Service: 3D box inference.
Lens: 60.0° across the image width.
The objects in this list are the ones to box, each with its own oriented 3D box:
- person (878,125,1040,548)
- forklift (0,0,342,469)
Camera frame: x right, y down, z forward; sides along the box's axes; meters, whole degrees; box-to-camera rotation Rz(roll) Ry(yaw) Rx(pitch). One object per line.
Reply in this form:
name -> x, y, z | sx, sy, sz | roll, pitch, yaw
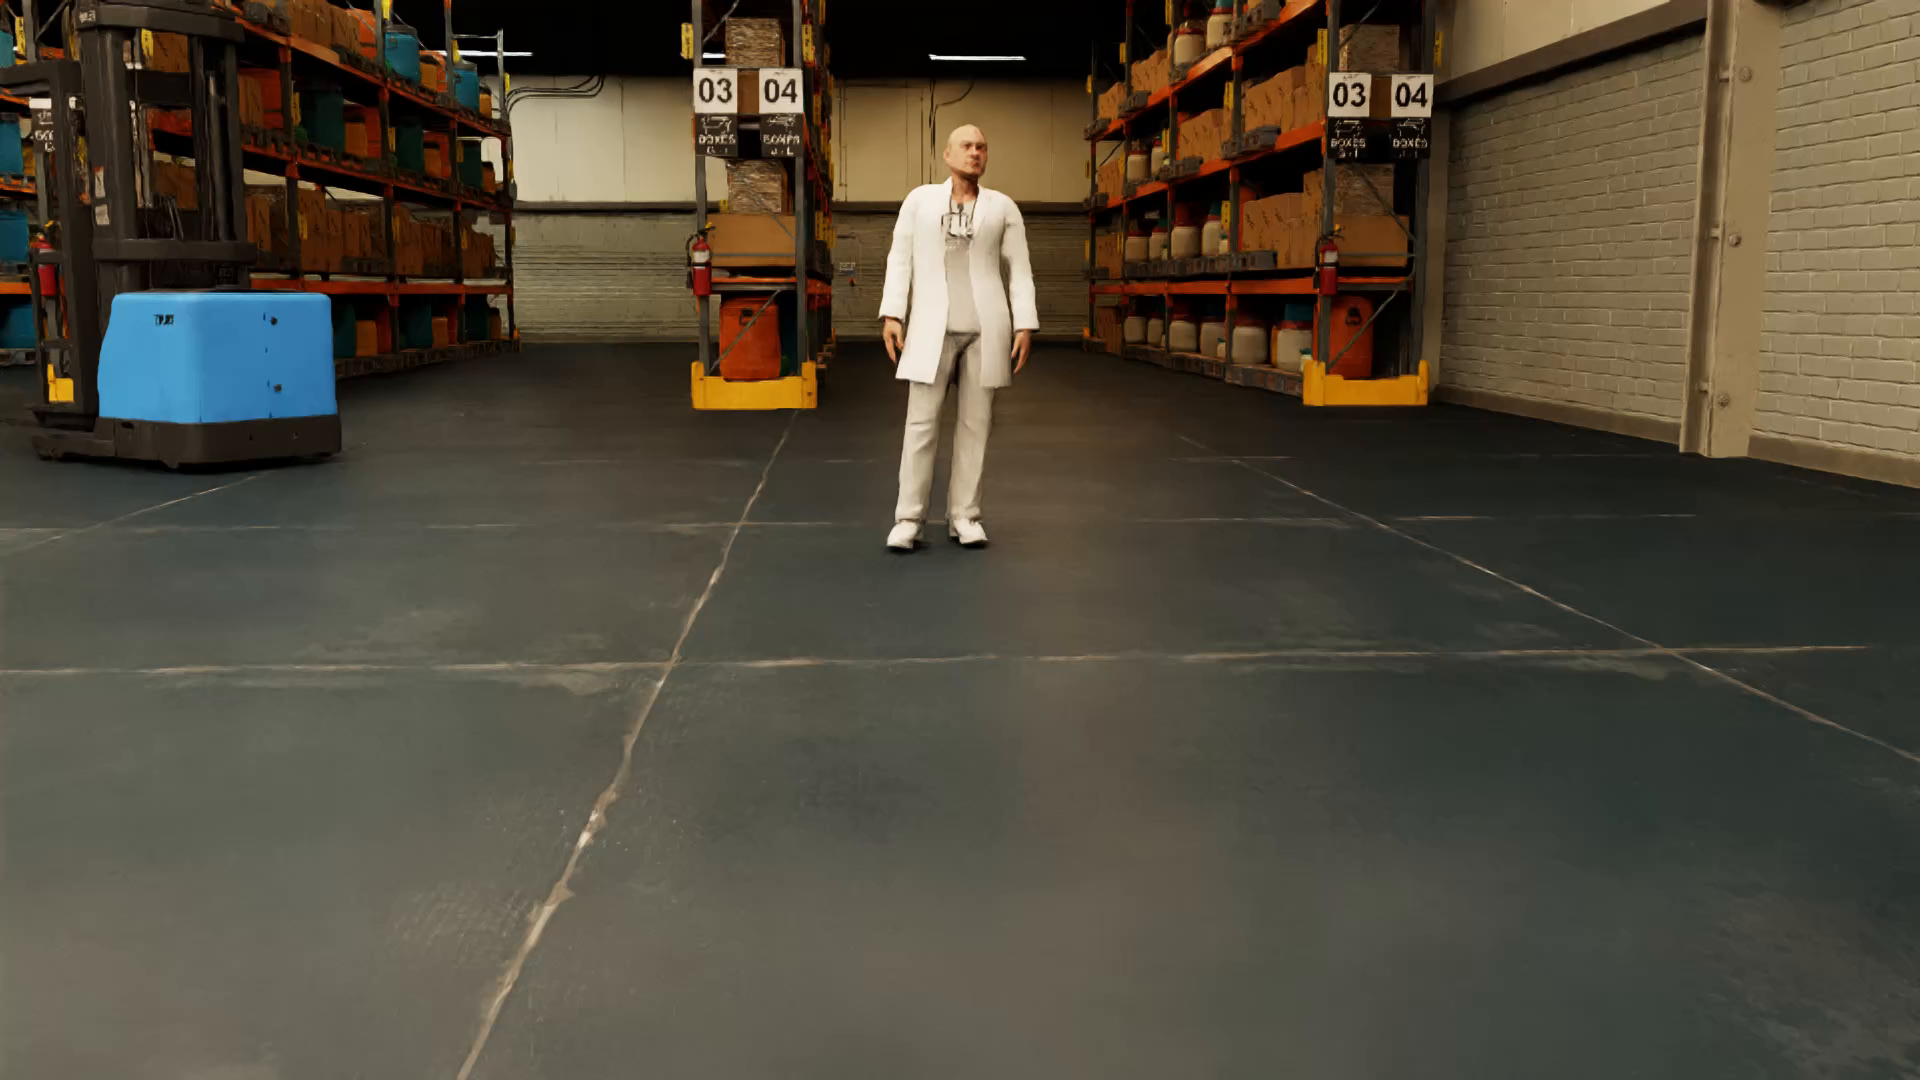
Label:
person -> 0.001, -0.873, 7.088 | 0.694, 1.776, 0.579 | -1, 8, -4
forklift -> -5.461, -2.019, 10.926 | 3.031, 2.935, 1.130 | 6, 10, 35
